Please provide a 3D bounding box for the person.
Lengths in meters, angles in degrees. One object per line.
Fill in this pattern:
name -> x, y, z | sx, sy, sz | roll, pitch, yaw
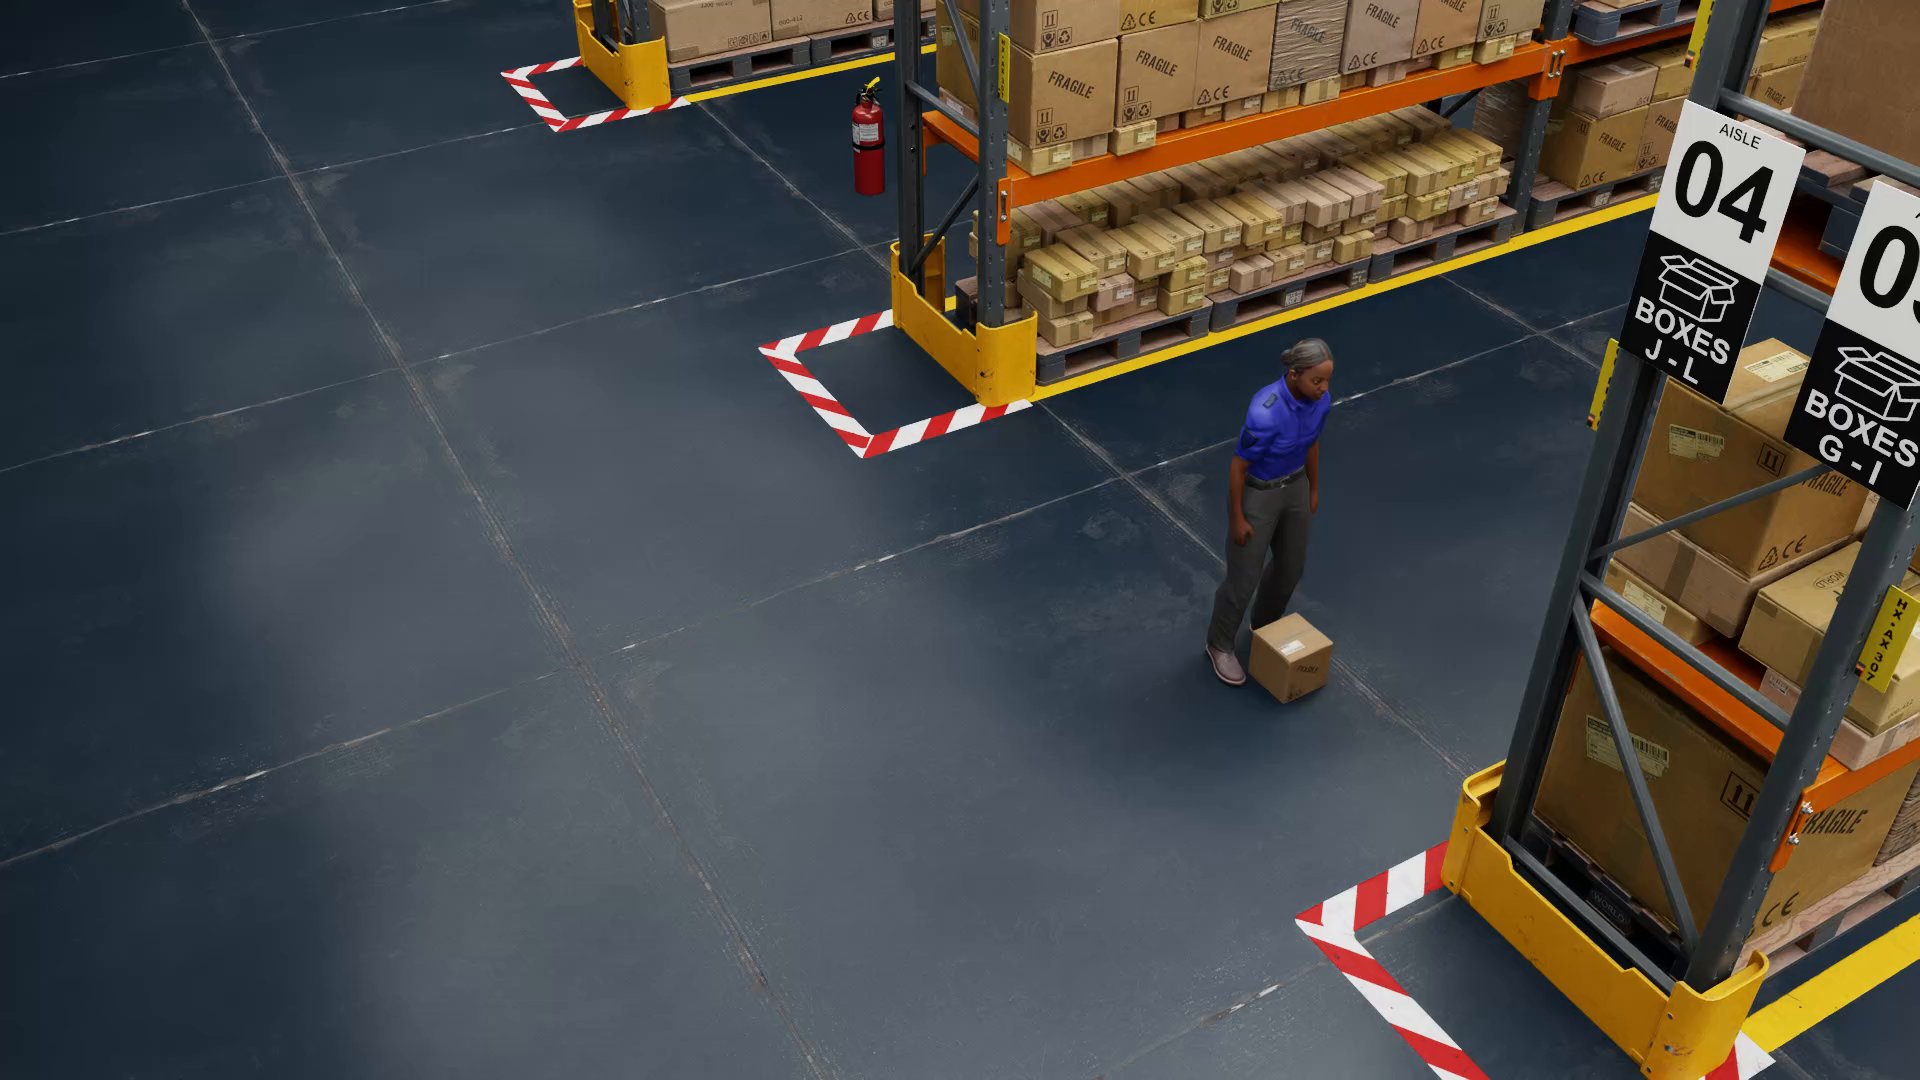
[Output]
person -> 1.341, -0.155, 7.137 | 0.524, 1.653, 0.348 | -22, 42, -26
